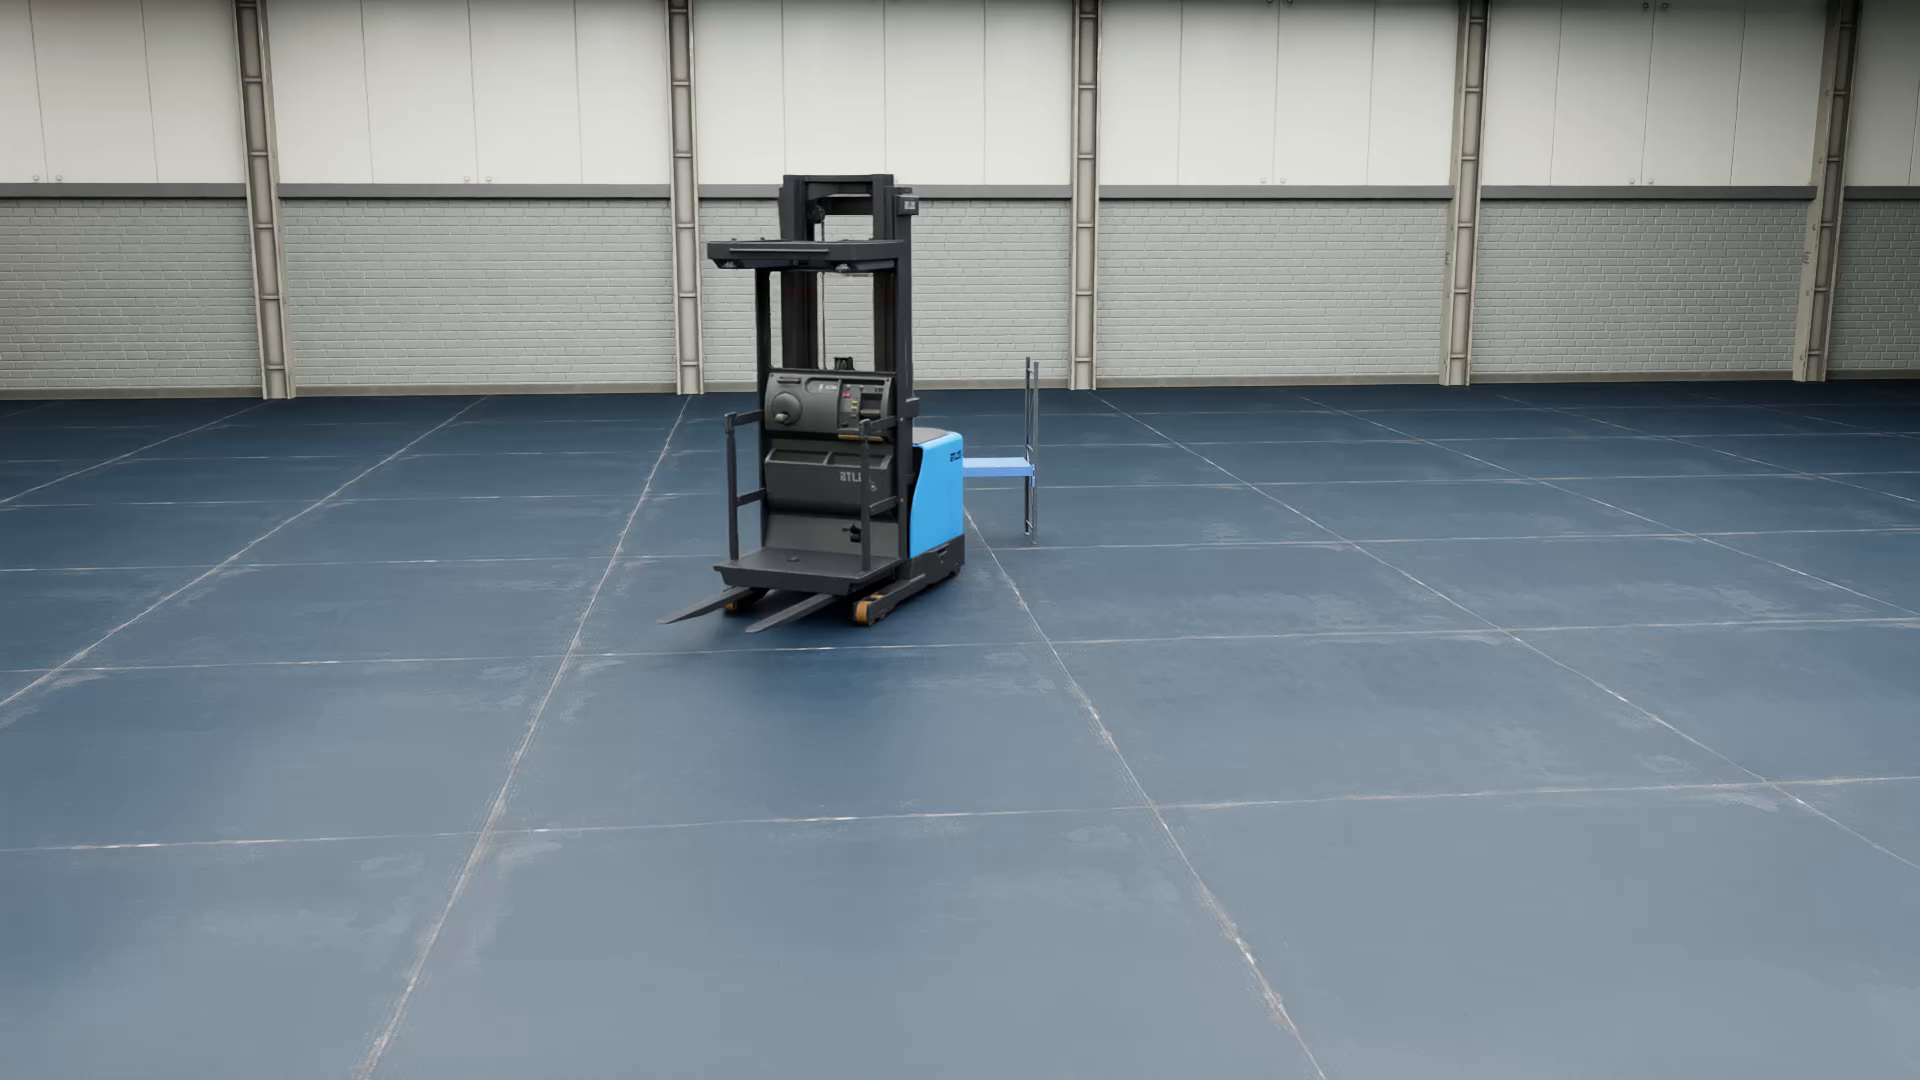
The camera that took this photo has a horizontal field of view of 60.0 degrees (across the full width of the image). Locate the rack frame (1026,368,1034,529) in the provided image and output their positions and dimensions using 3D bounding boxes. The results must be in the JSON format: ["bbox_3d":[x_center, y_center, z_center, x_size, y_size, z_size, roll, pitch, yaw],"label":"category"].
[{"bbox_3d":[0.590,-0.749,13.788,0.013,1.308,0.475,-1,11,-6],"label":"rack frame"}]

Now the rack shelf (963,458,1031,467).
[{"bbox_3d":[0.085,-0.609,13.758,0.952,0.062,0.459,-1,11,-6],"label":"rack shelf"}]

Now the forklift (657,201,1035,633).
[{"bbox_3d":[-6.965,-0.750,8.354,10.324,3.598,15.967,4,12,21],"label":"forklift"}]

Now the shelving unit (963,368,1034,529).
[{"bbox_3d":[0.104,-0.738,13.736,0.991,1.308,0.475,-1,11,-6],"label":"shelving unit"}]

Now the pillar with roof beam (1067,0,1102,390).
[{"bbox_3d":[2.354,-5.940,20.753,0.400,9.000,9.100,-1,11,-6],"label":"pillar with roof beam"}]
